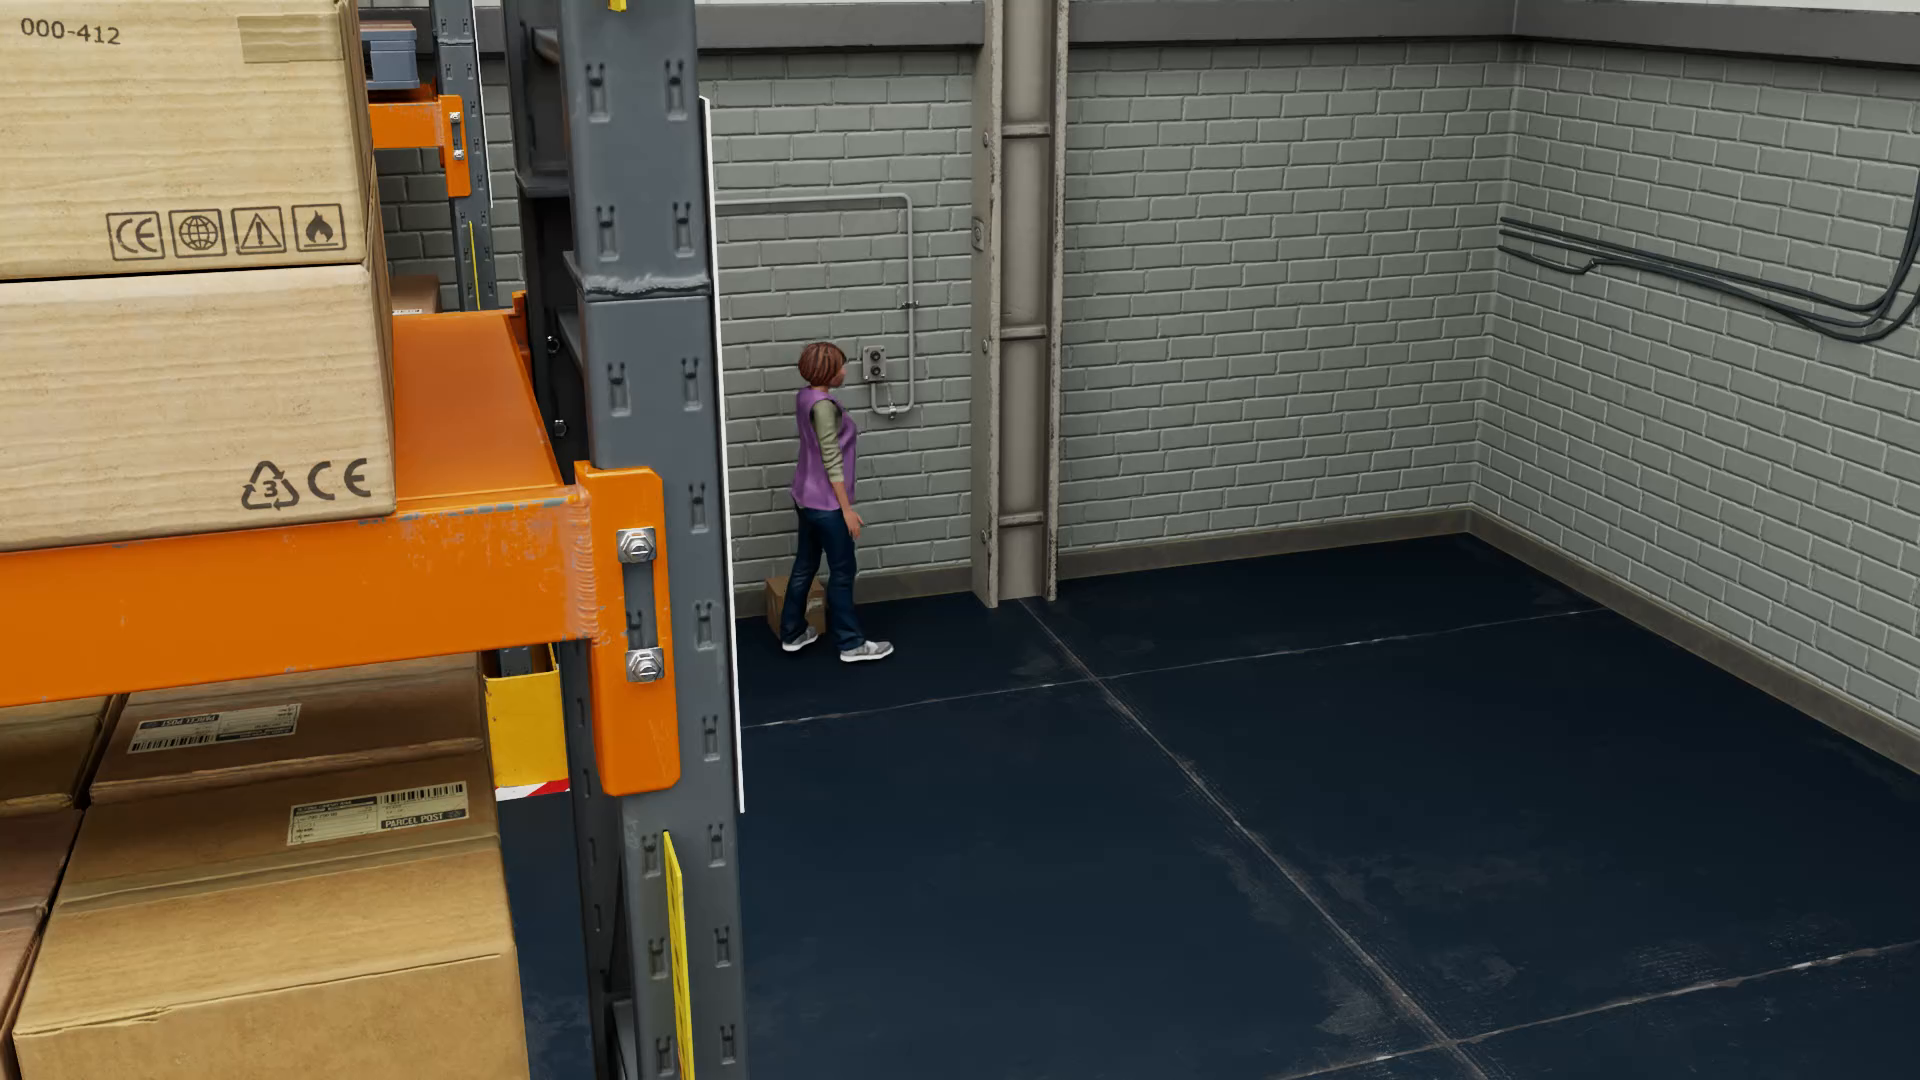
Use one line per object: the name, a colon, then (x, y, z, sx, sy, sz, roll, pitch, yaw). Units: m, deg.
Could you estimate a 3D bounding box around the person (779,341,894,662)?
person: (-0.613, -0.179, 8.031, 0.525, 1.591, 0.561, -7, 21, -19)
